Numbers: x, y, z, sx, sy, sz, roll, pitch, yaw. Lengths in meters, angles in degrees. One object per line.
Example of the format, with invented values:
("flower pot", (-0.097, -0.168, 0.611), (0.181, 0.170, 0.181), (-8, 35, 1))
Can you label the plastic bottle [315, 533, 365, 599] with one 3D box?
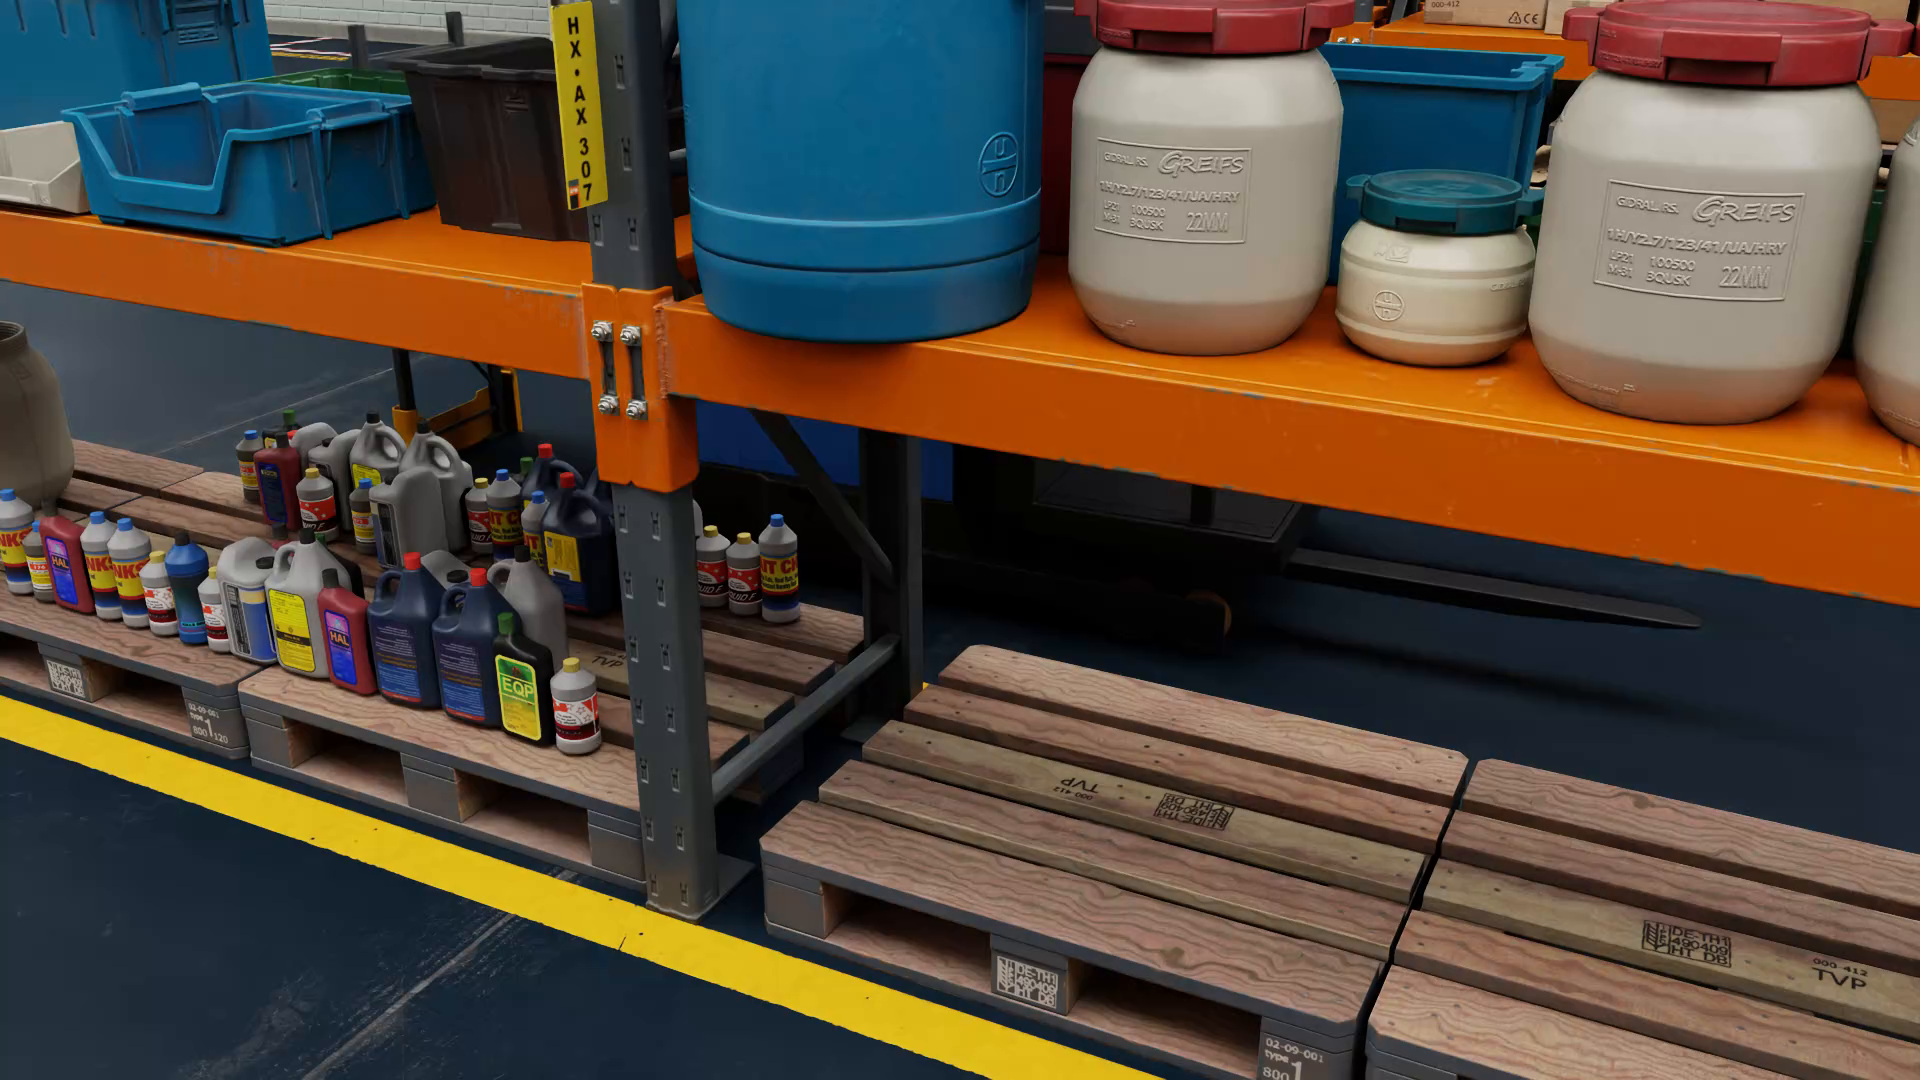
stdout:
("plastic bottle", (-1.510, 0.125, 4.031), (0.133, 0.283, 0.061), (11, 25, 25))

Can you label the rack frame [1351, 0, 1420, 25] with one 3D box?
("rack frame", (1.869, -2.507, 7.313), (0.127, 3.000, 1.000), (11, 25, 25))

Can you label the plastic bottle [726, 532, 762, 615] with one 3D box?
("plastic bottle", (-0.546, 0.080, 4.242), (0.097, 0.201, 0.097), (0, 23, 0))

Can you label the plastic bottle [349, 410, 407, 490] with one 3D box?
("plastic bottle", (-1.616, -0.190, 4.687), (0.185, 0.351, 0.144), (12, 26, 27))

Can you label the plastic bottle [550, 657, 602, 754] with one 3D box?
("plastic bottle", (-0.833, 0.352, 3.603), (0.097, 0.201, 0.097), (0, 23, 0))

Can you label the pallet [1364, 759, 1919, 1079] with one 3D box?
("pallet", (1.442, 0.845, 2.992), (1.213, 0.211, 1.003), (11, 25, 25))

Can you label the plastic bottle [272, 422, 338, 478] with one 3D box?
("plastic bottle", (-1.889, -0.208, 4.824), (0.135, 0.276, 0.152), (11, 26, 25))

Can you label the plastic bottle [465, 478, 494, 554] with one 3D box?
("plastic bottle", (-1.313, -0.072, 4.599), (0.097, 0.201, 0.097), (0, 23, 0))

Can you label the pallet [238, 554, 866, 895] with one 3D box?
("pallet", (-0.950, 0.372, 4.105), (1.213, 0.211, 1.003), (11, 25, 25))

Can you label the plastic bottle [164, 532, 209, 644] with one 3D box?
("plastic bottle", (-1.885, 0.112, 4.078), (0.097, 0.271, 0.097), (0, 23, 0))

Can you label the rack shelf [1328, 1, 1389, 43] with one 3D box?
("rack shelf", (0.084, -2.529, 8.284), (4.000, 0.370, 1.077), (11, 25, 25))

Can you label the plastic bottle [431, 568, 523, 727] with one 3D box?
("plastic bottle", (-1.074, 0.226, 3.709), (0.185, 0.351, 0.144), (10, 25, 23))

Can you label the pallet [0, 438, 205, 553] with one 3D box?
("pallet", (-3.127, -0.059, 5.118), (1.213, 0.211, 1.003), (11, 25, 25))

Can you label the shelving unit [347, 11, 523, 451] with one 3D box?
("shelving unit", (-1.330, -0.923, 5.504), (1.083, 1.500, 0.587), (10, 25, 22))

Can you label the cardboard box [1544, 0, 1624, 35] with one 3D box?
("cardboard box", (2.568, -2.164, 6.826), (0.250, 0.149, 0.380), (11, 25, 25))

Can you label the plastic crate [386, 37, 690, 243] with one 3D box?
("plastic crate", (-0.779, -0.886, 3.580), (0.504, 0.338, 0.767), (11, 25, 25))

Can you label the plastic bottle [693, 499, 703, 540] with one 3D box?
("plastic bottle", (-0.756, 0.016, 4.297), (0.135, 0.276, 0.152), (12, 26, 26))

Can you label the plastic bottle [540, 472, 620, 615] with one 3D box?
("plastic bottle", (-0.967, 0.002, 4.236), (0.185, 0.351, 0.144), (11, 25, 25))

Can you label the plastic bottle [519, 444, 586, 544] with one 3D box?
("plastic bottle", (-1.071, -0.082, 4.433), (0.185, 0.351, 0.144), (10, 25, 22))

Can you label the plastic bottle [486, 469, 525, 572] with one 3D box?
("plastic bottle", (-1.219, -0.059, 4.479), (0.097, 0.271, 0.097), (0, 23, 0))

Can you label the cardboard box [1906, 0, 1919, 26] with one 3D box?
("cardboard box", (3.934, -2.138, 6.316), (0.500, 0.500, 0.500), (10, 25, 22))

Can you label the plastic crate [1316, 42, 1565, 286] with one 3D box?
("plastic crate", (0.756, -0.684, 3.047), (0.575, 0.384, 0.392), (11, 25, 25))

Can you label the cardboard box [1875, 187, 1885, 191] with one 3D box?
("cardboard box", (3.498, -1.262, 6.645), (0.500, 0.311, 0.500), (12, 26, 26))

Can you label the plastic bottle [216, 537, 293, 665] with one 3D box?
("plastic bottle", (-1.676, 0.139, 4.009), (0.135, 0.276, 0.152), (12, 26, 25))

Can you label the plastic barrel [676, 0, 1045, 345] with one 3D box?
("plastic barrel", (-0.161, -0.835, 2.739), (0.708, 0.901, 0.600), (11, 25, 25))

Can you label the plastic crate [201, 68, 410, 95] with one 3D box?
("plastic crate", (-1.453, -1.019, 4.083), (0.662, 0.188, 0.450), (11, 25, 25))

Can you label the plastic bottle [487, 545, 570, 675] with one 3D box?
("plastic bottle", (-1.009, 0.175, 3.828), (0.185, 0.351, 0.144), (11, 25, 25))

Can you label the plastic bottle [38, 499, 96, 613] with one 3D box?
("plastic bottle", (-2.267, 0.039, 4.235), (0.133, 0.283, 0.061), (12, 26, 25))

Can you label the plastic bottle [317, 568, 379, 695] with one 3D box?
("plastic bottle", (-1.409, 0.208, 3.836), (0.133, 0.283, 0.061), (13, 26, 28))

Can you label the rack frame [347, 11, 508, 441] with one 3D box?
("rack frame", (-1.802, -1.007, 5.701), (0.032, 1.500, 0.500), (10, 25, 22))

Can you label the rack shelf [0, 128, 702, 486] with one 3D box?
("rack shelf", (-2.154, -0.800, 4.218), (4.000, 0.370, 1.077), (11, 25, 25))

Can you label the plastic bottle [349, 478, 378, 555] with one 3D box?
("plastic bottle", (-1.631, -0.071, 4.599), (0.097, 0.201, 0.097), (0, 23, 0))

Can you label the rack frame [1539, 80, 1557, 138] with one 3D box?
("rack frame", (4.101, -4.238, 11.382), (0.127, 3.000, 1.000), (11, 25, 25))

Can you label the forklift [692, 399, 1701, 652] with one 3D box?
("forklift", (0.599, -1.281, 4.517), (3.031, 2.935, 1.130), (10, 25, 22))

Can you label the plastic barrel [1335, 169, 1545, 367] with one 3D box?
("plastic barrel", (0.743, -0.427, 2.598), (0.301, 0.262, 0.301), (0, 23, 0))

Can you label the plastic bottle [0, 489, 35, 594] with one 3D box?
("plastic bottle", (-2.461, -0.002, 4.346), (0.097, 0.271, 0.097), (0, 23, 0))

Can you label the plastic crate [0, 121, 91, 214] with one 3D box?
("plastic crate", (-1.932, -0.855, 3.764), (0.437, 0.136, 0.530), (11, 25, 25))

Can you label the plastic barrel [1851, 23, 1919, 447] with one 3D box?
("plastic barrel", (1.427, -0.389, 2.158), (0.433, 0.535, 0.433), (0, 23, 0))

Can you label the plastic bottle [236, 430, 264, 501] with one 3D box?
("plastic bottle", (-2.102, -0.228, 4.966), (0.097, 0.201, 0.097), (0, 23, 0))

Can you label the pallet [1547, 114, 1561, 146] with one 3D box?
("pallet", (4.797, -2.818, 11.606), (1.213, 0.211, 1.003), (11, 25, 25))

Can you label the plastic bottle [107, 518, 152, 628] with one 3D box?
("plastic bottle", (-2.066, 0.076, 4.162), (0.097, 0.271, 0.097), (0, 23, 0))

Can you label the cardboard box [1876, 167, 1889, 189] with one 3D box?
("cardboard box", (3.718, -1.453, 7.095), (0.500, 0.311, 0.500), (11, 25, 24))
